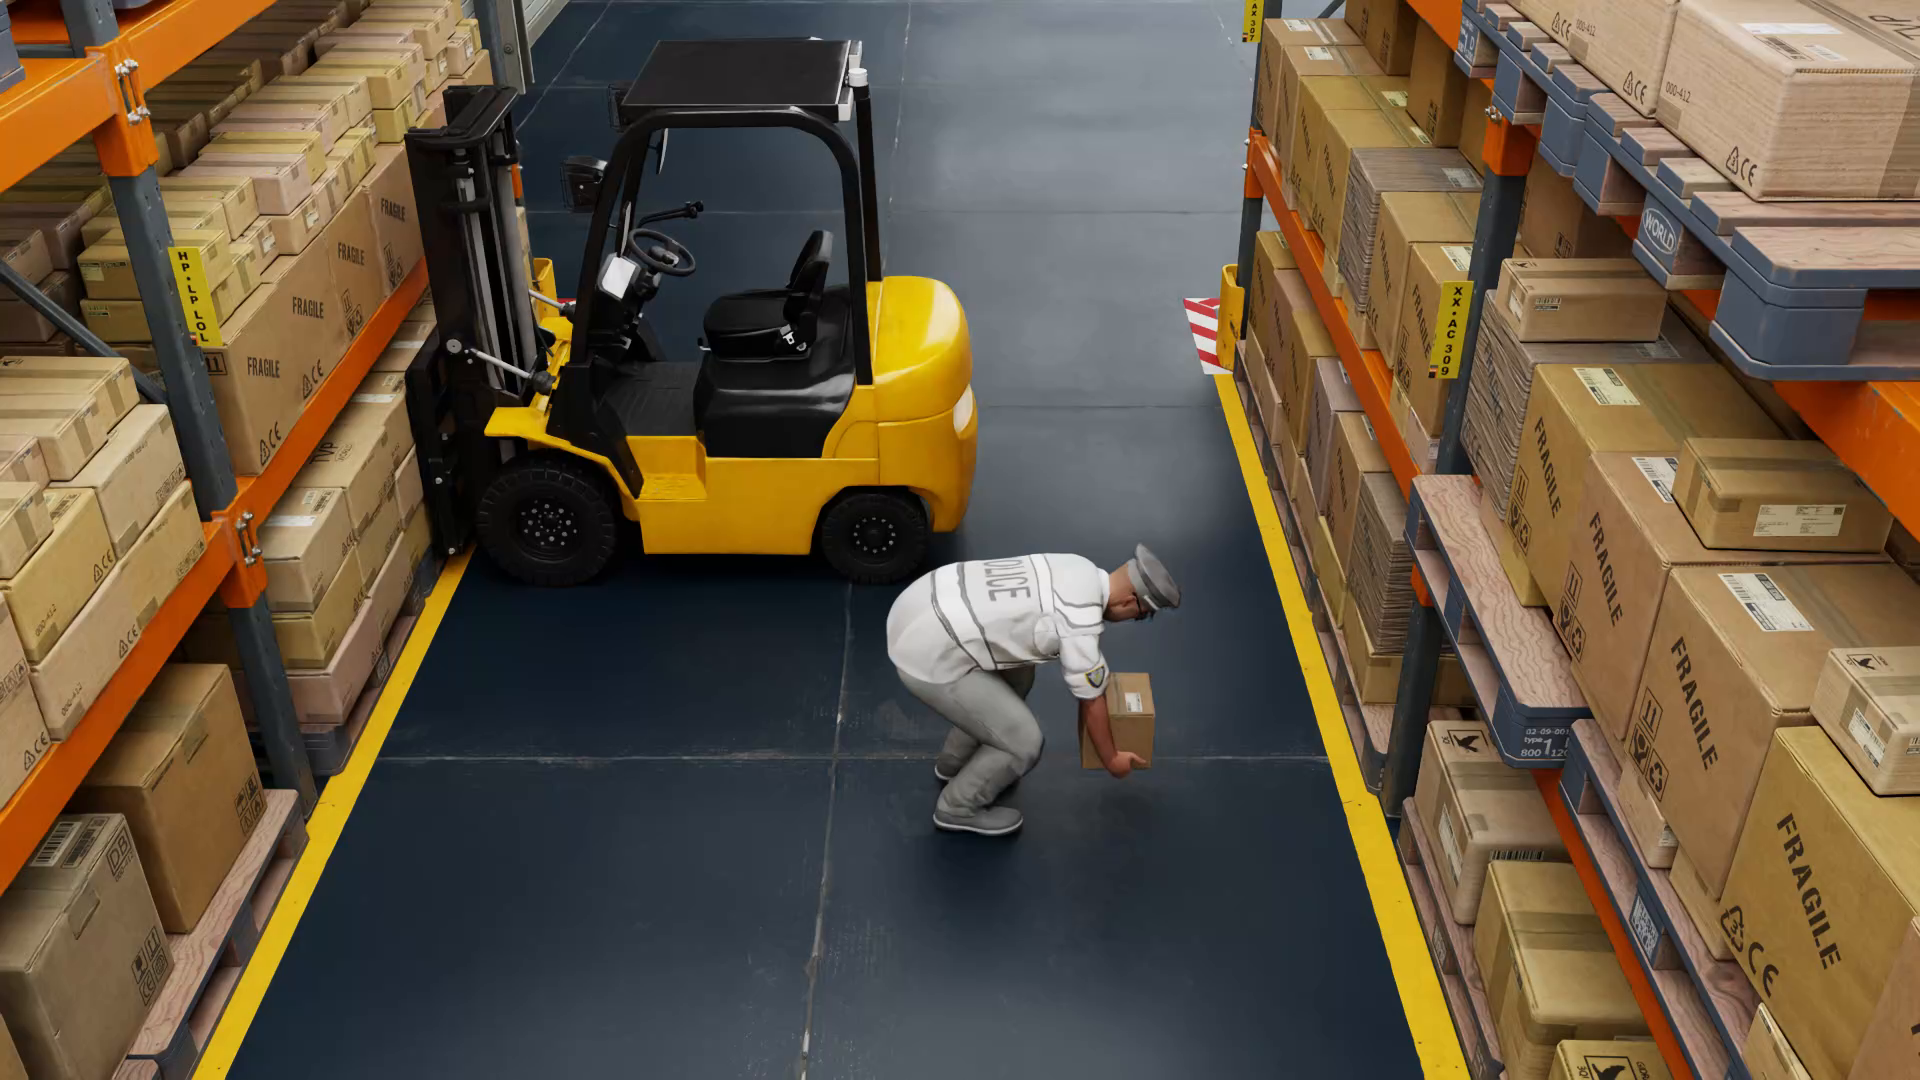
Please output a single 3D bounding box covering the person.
[{"bbox_3d":[0.259,0.518,5.941,1.033,1.063,0.524,-2,31,-3],"label":"person"}]
